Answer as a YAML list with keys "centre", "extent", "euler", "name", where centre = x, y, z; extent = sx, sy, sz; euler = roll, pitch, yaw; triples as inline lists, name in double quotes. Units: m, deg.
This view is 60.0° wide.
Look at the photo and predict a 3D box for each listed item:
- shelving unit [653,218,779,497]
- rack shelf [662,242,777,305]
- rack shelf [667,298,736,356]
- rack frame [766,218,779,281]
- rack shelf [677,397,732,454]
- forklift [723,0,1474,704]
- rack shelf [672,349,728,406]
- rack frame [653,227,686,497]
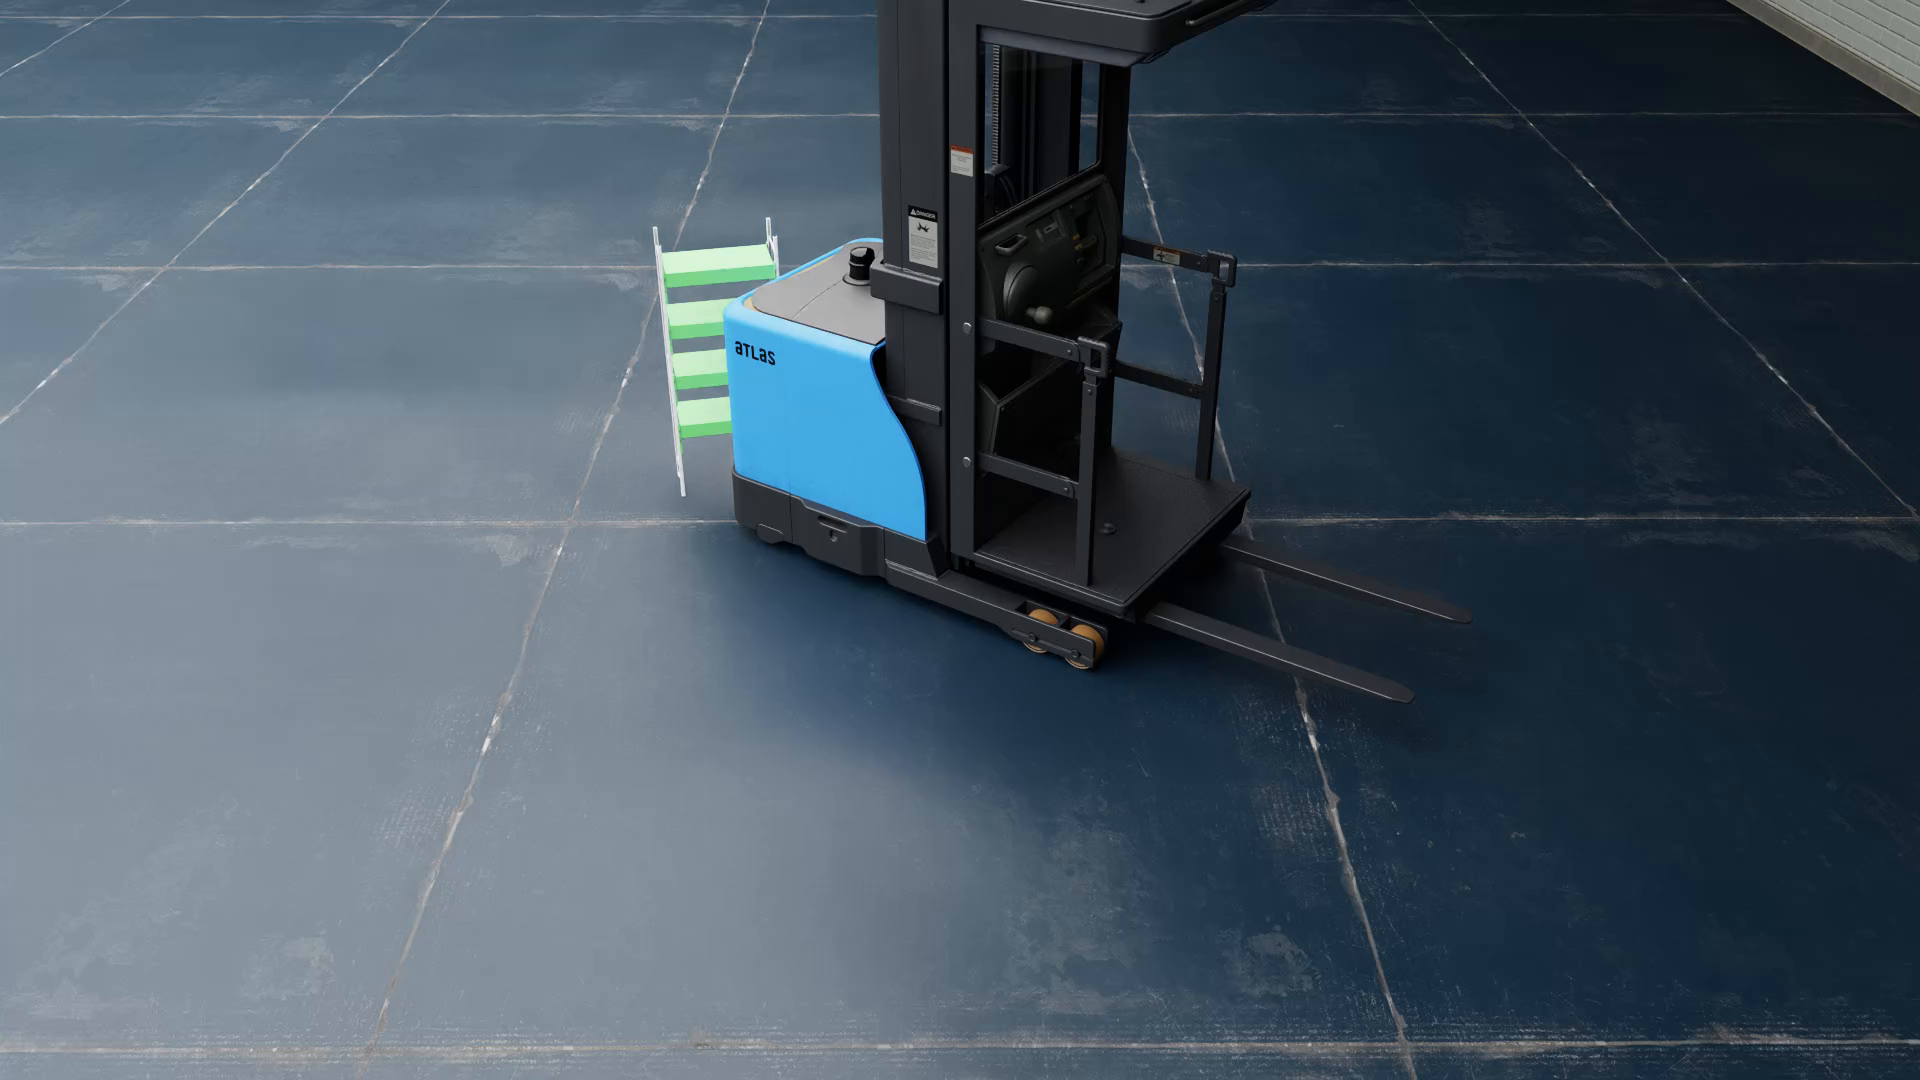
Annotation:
- centre: [-1.048, -0.801, 7.414]
  extent: [0.503, 1.200, 0.258]
  euler: [-7, 32, -11]
  name: "shelving unit"
- centre: [-1.048, -1.157, 7.198]
  extent: [0.480, 0.148, 0.258]
  euler: [-7, 32, -11]
  name: "rack shelf"
- centre: [-1.048, -0.952, 7.323]
  extent: [0.480, 0.148, 0.258]
  euler: [-7, 32, -11]
  name: "rack shelf"
- centre: [-0.811, -0.830, 7.462]
  extent: [0.015, 1.200, 0.240]
  euler: [-7, 32, -11]
  name: "rack frame"
- centre: [-1.048, -0.542, 7.572]
  extent: [0.480, 0.148, 0.258]
  euler: [-7, 32, -11]
  name: "rack shelf"
- centre: [0.522, -1.070, 6.188]
  extent: [3.031, 2.935, 1.130]
  euler: [19, 36, 29]
  name: "forklift"
- centre: [-1.048, -0.747, 7.447]
  extent: [0.480, 0.148, 0.258]
  euler: [-7, 32, -11]
  name: "rack shelf"
- centre: [-1.286, -0.772, 7.366]
  extent: [0.015, 1.200, 0.240]
  euler: [-7, 32, -11]
  name: "rack frame"
